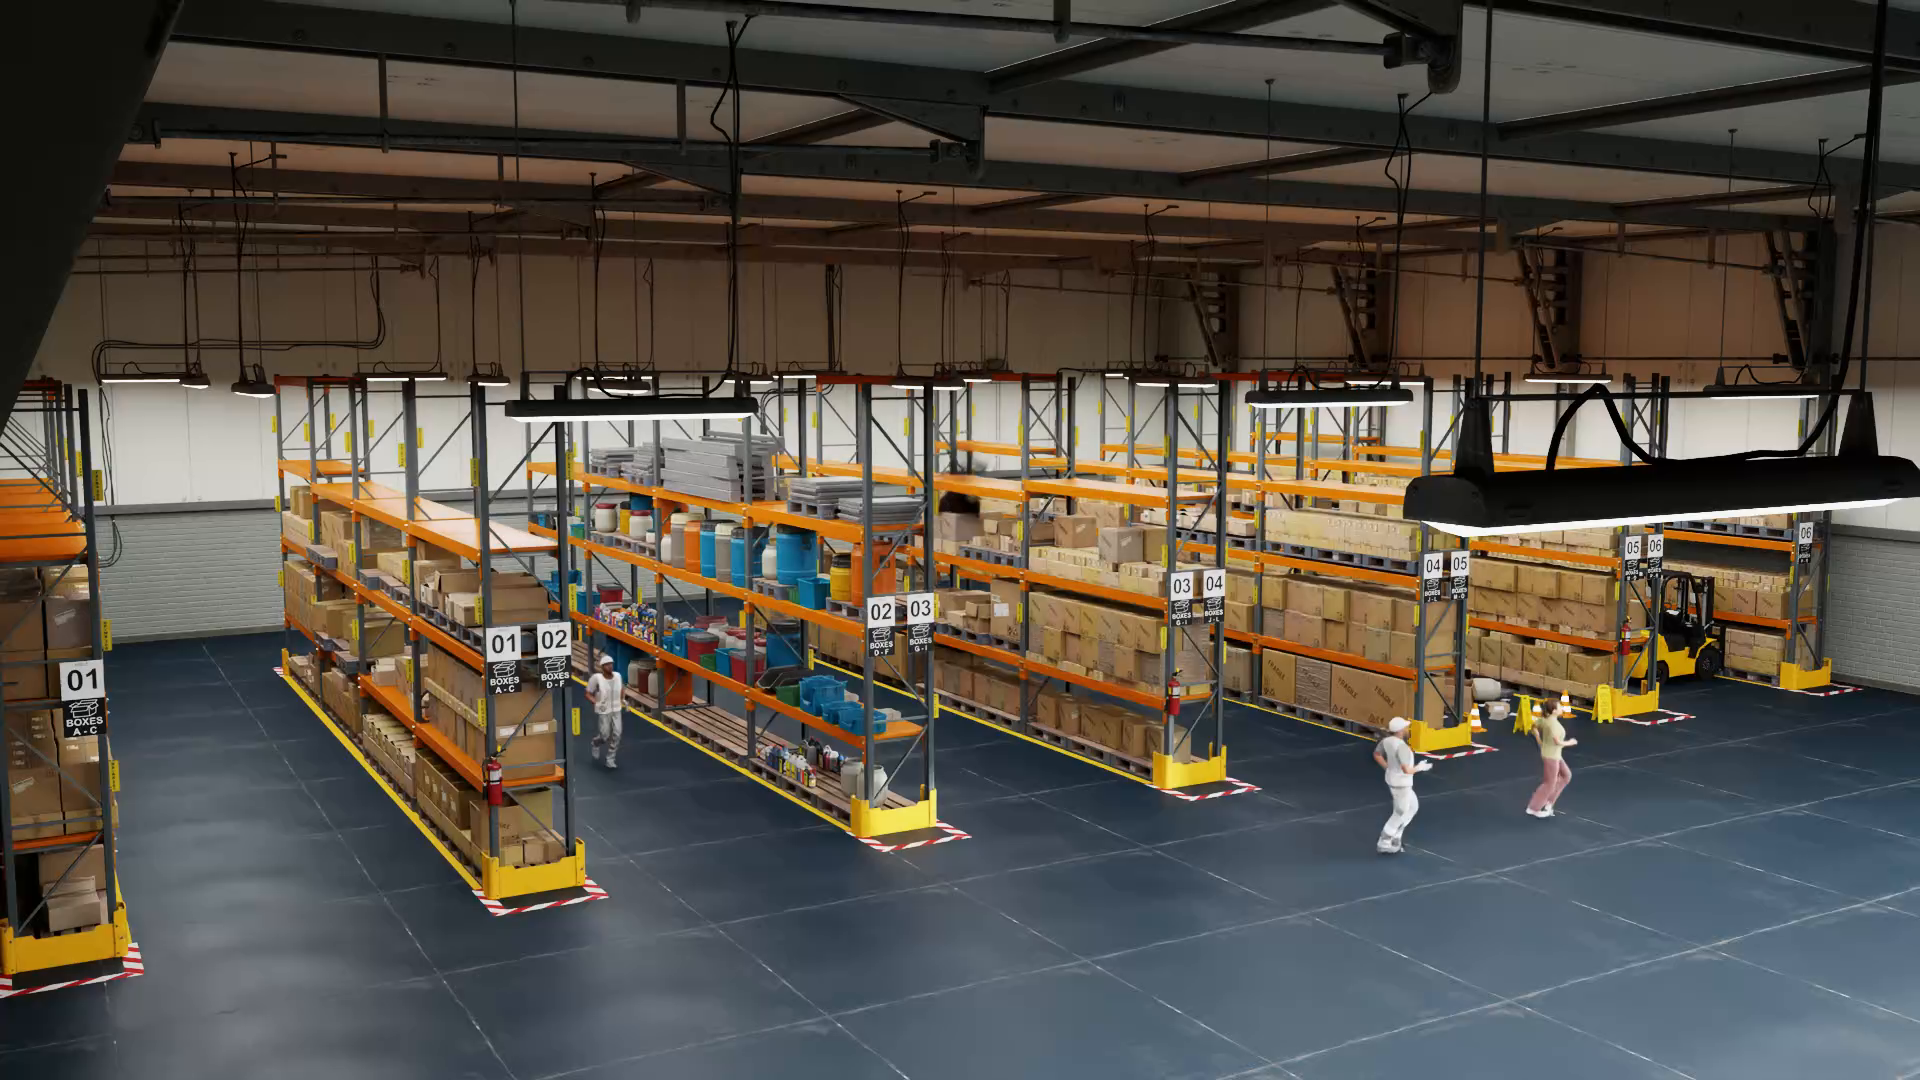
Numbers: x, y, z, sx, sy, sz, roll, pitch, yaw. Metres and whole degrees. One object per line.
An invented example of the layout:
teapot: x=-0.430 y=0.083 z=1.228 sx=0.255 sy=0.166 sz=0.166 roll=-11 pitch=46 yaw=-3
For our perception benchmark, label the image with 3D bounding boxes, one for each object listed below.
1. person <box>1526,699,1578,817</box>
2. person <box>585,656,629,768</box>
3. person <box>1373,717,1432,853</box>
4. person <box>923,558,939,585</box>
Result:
person: x=8.139 y=3.000 z=22.852 sx=0.639 sy=1.667 sz=0.612 roll=1 pitch=6 yaw=9
person: x=-5.469 y=2.648 z=25.774 sx=0.674 sy=1.735 sz=0.624 roll=-5 pitch=8 yaw=-38
person: x=5.647 y=3.133 z=21.198 sx=0.655 sy=1.795 sz=0.634 roll=0 pitch=6 yaw=-3
person: x=-0.804 y=1.275 z=38.400 sx=0.623 sy=1.819 sz=0.921 roll=-4 pitch=7 yaw=-30
